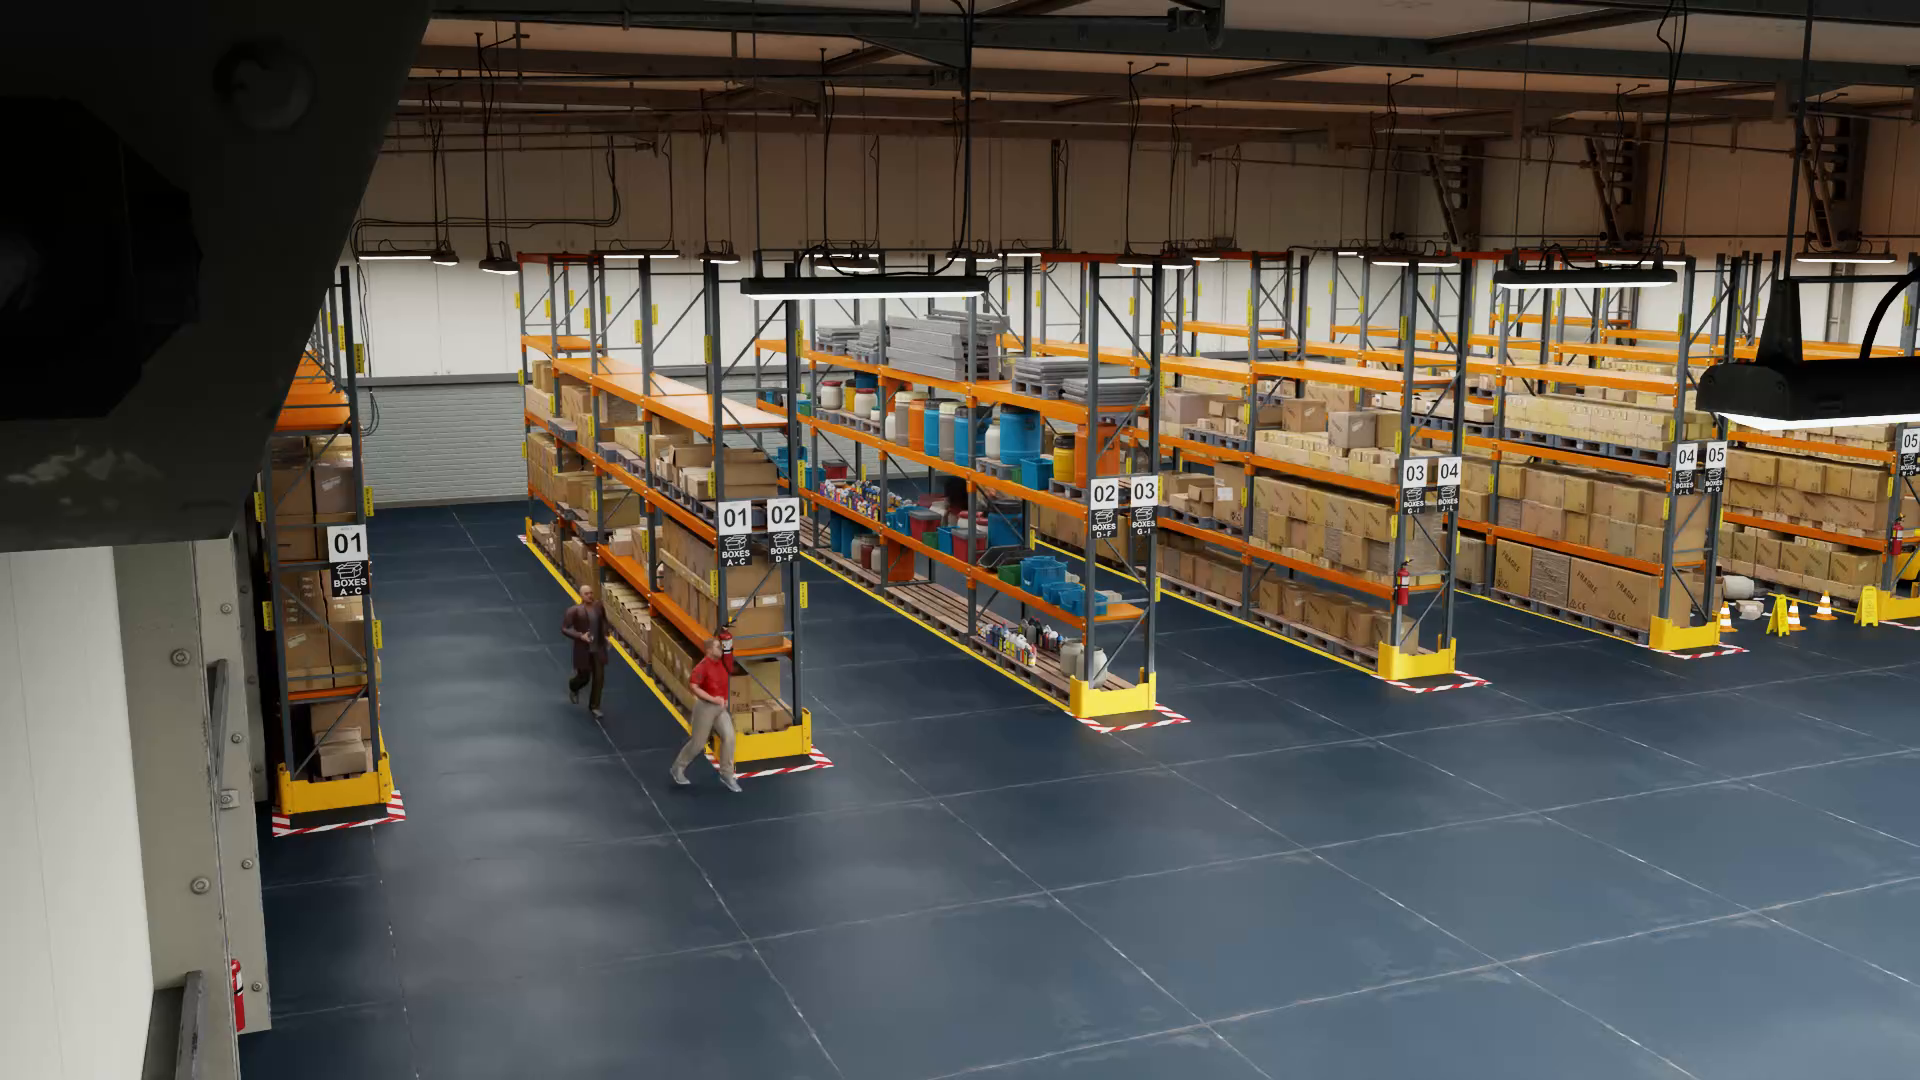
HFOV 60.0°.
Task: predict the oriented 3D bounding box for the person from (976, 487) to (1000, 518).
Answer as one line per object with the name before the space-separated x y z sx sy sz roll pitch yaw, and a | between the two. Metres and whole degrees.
person | 0.622 -0.270 31.508 0.660 1.547 0.758 -7 12 -33

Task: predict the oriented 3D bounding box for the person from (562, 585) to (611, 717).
person | -4.981 1.454 22.214 0.712 1.745 0.835 -8 13 -36

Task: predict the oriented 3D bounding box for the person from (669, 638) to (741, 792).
person | -2.883 2.012 19.349 0.878 1.750 0.739 5 11 25
